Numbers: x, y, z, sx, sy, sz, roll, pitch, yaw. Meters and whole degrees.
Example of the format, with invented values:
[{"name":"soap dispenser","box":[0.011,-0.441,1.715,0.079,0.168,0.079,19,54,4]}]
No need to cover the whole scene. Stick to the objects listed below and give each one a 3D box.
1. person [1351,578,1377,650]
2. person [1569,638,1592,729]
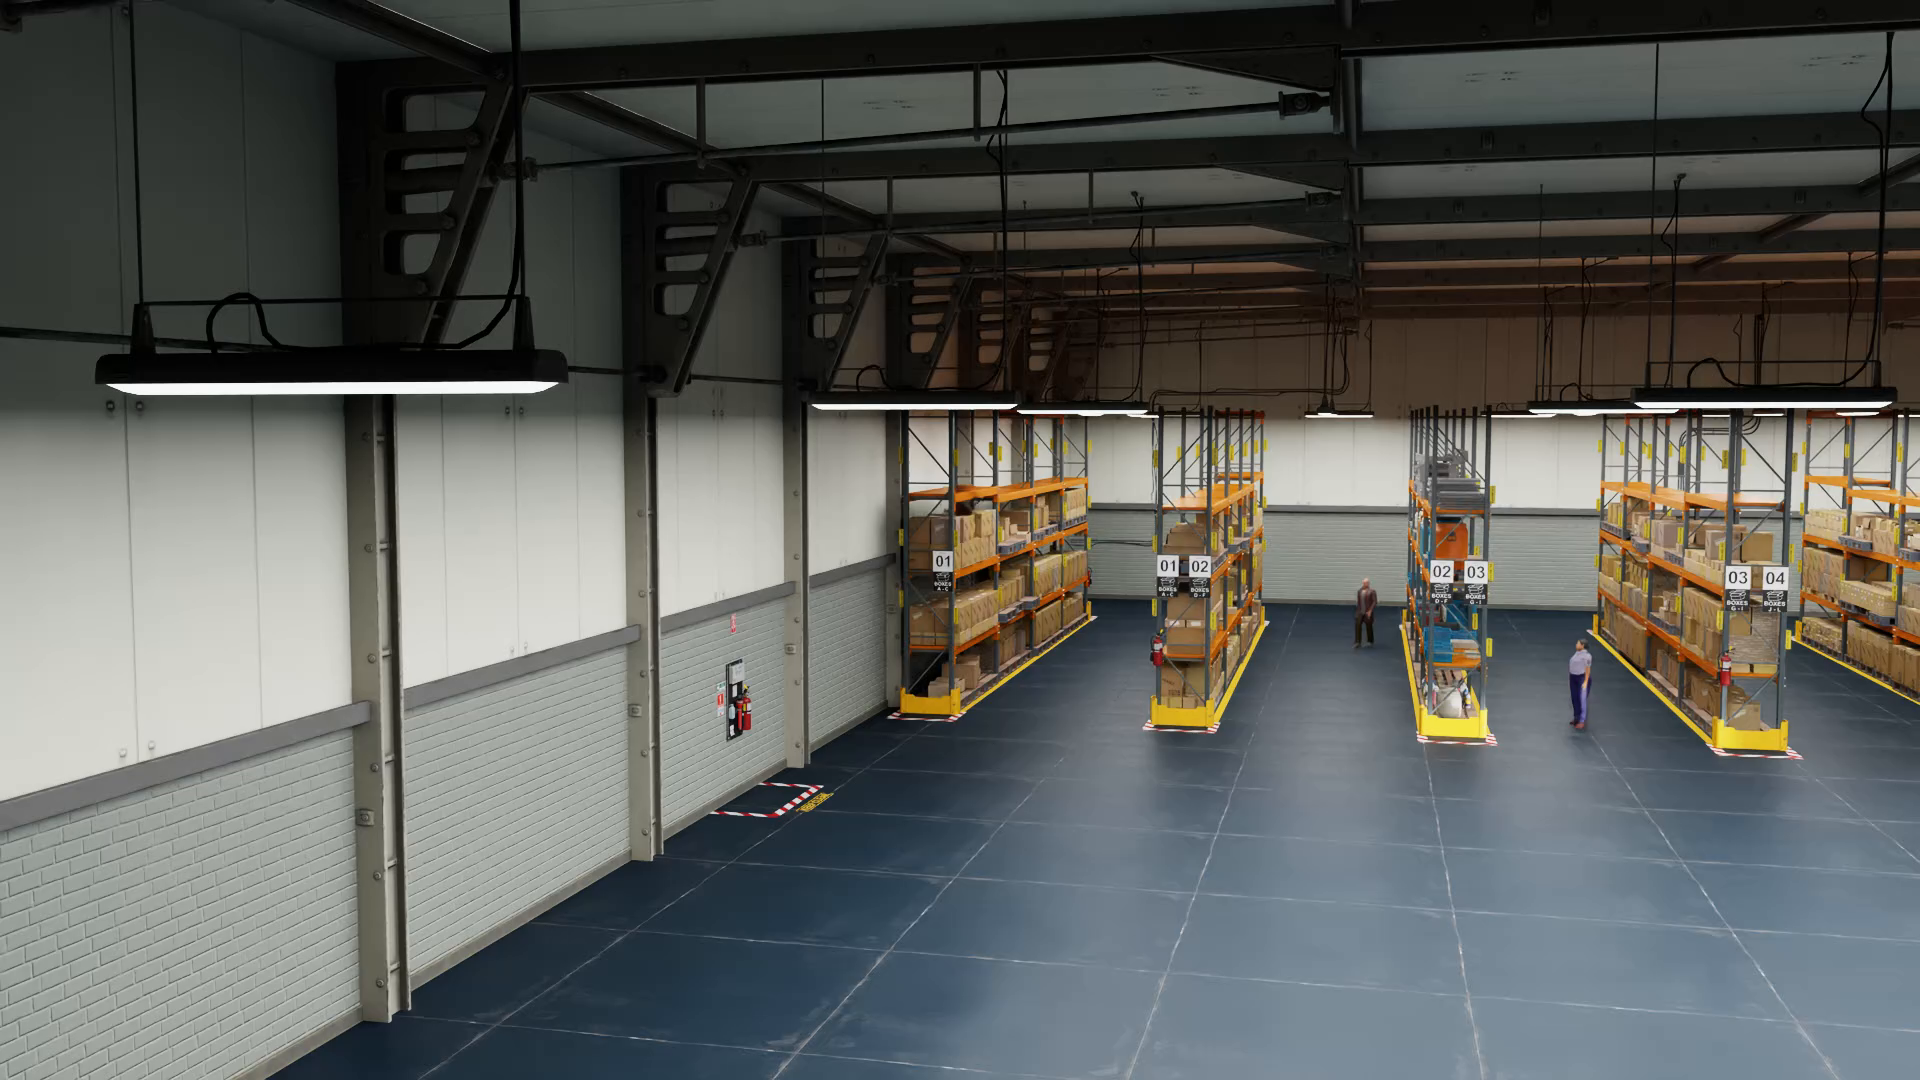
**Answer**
[{"name":"person","box":[10.213,1.841,41.811,0.591,1.760,0.958,2,5,30]},{"name":"person","box":[11.574,2.674,31.166,0.517,1.660,0.490,-2,5,-27]}]
